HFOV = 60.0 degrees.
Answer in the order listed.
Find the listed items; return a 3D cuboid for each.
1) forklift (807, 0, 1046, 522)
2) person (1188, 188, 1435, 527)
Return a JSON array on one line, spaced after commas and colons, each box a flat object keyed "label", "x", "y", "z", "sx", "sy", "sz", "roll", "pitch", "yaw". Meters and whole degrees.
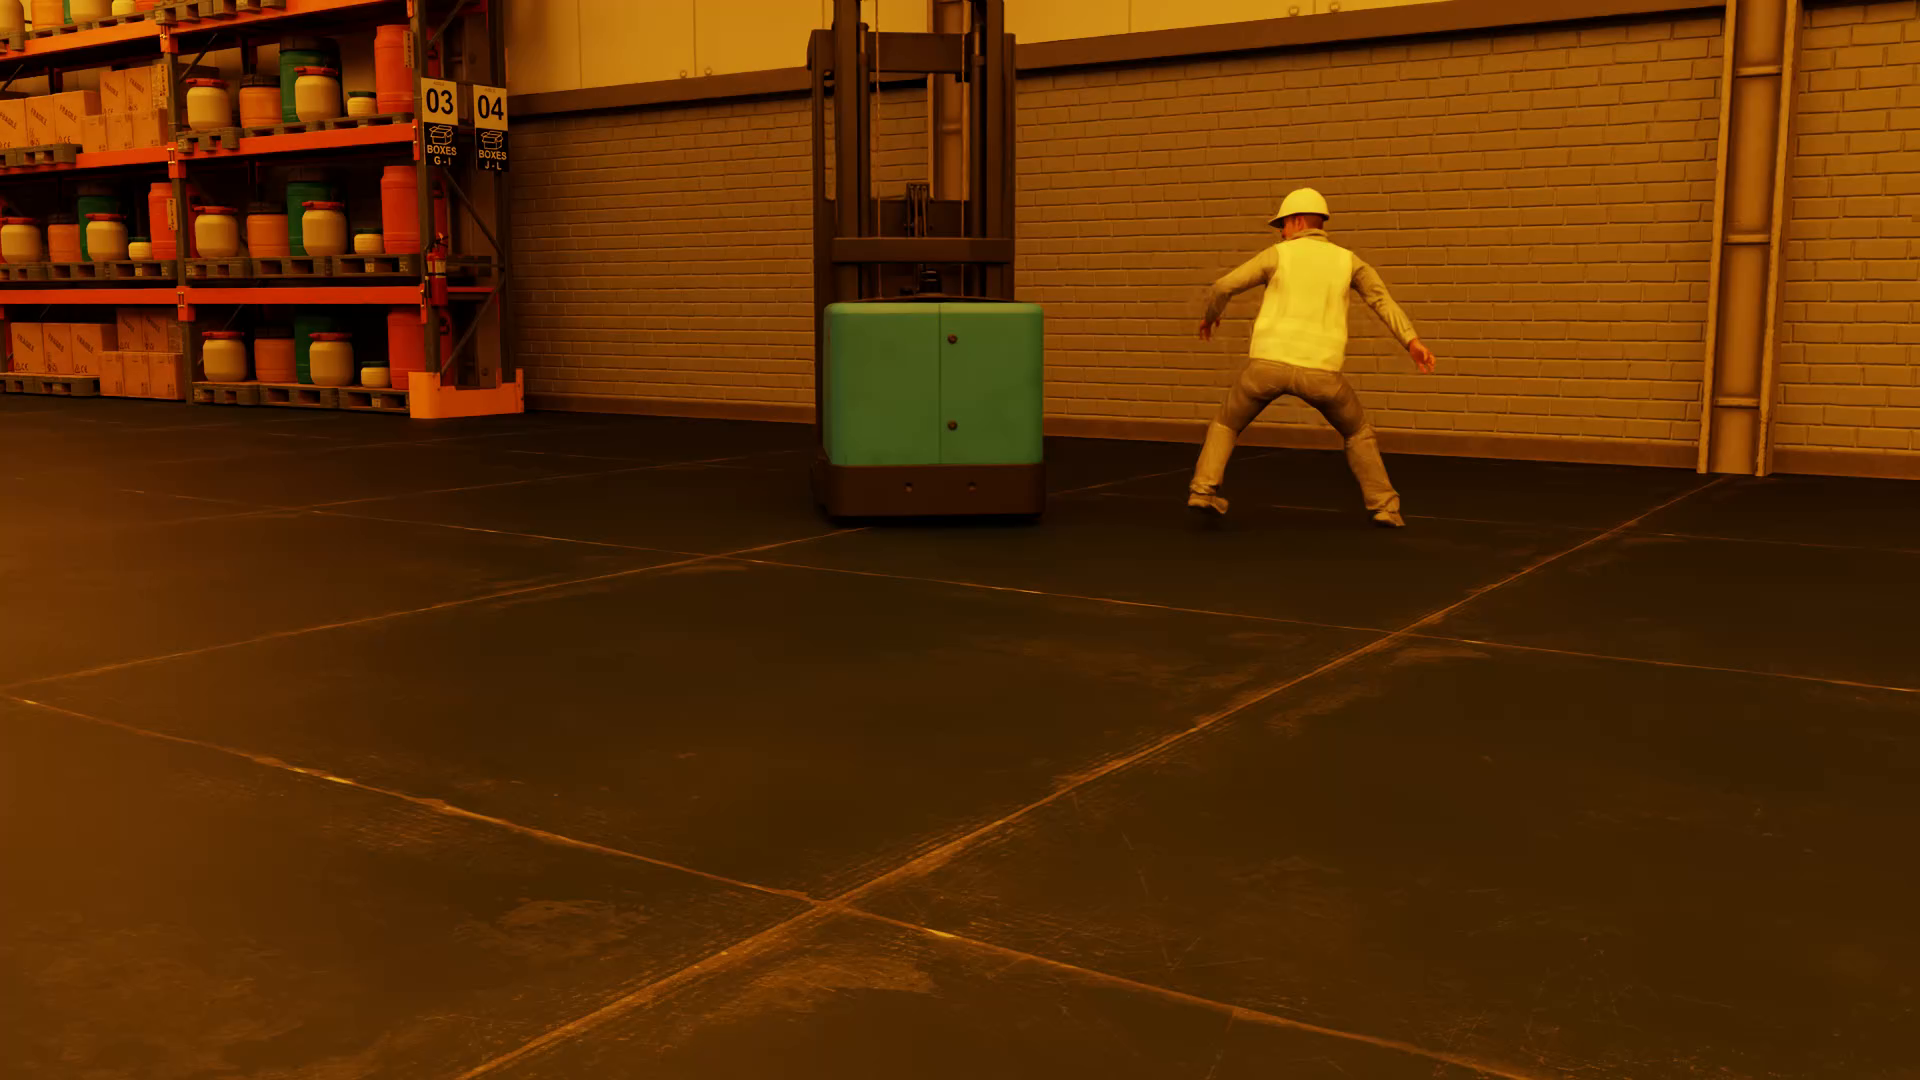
[{"label": "forklift", "x": -0.278, "y": -1.710, "z": 9.221, "sx": 1.130, "sy": 2.935, "sz": 3.031, "roll": -1, "pitch": 8, "yaw": -7}, {"label": "person", "x": 1.678, "y": -0.815, "z": 7.943, "sx": 1.116, "sy": 1.715, "sz": 0.539, "roll": 2, "pitch": 8, "yaw": 12}]
